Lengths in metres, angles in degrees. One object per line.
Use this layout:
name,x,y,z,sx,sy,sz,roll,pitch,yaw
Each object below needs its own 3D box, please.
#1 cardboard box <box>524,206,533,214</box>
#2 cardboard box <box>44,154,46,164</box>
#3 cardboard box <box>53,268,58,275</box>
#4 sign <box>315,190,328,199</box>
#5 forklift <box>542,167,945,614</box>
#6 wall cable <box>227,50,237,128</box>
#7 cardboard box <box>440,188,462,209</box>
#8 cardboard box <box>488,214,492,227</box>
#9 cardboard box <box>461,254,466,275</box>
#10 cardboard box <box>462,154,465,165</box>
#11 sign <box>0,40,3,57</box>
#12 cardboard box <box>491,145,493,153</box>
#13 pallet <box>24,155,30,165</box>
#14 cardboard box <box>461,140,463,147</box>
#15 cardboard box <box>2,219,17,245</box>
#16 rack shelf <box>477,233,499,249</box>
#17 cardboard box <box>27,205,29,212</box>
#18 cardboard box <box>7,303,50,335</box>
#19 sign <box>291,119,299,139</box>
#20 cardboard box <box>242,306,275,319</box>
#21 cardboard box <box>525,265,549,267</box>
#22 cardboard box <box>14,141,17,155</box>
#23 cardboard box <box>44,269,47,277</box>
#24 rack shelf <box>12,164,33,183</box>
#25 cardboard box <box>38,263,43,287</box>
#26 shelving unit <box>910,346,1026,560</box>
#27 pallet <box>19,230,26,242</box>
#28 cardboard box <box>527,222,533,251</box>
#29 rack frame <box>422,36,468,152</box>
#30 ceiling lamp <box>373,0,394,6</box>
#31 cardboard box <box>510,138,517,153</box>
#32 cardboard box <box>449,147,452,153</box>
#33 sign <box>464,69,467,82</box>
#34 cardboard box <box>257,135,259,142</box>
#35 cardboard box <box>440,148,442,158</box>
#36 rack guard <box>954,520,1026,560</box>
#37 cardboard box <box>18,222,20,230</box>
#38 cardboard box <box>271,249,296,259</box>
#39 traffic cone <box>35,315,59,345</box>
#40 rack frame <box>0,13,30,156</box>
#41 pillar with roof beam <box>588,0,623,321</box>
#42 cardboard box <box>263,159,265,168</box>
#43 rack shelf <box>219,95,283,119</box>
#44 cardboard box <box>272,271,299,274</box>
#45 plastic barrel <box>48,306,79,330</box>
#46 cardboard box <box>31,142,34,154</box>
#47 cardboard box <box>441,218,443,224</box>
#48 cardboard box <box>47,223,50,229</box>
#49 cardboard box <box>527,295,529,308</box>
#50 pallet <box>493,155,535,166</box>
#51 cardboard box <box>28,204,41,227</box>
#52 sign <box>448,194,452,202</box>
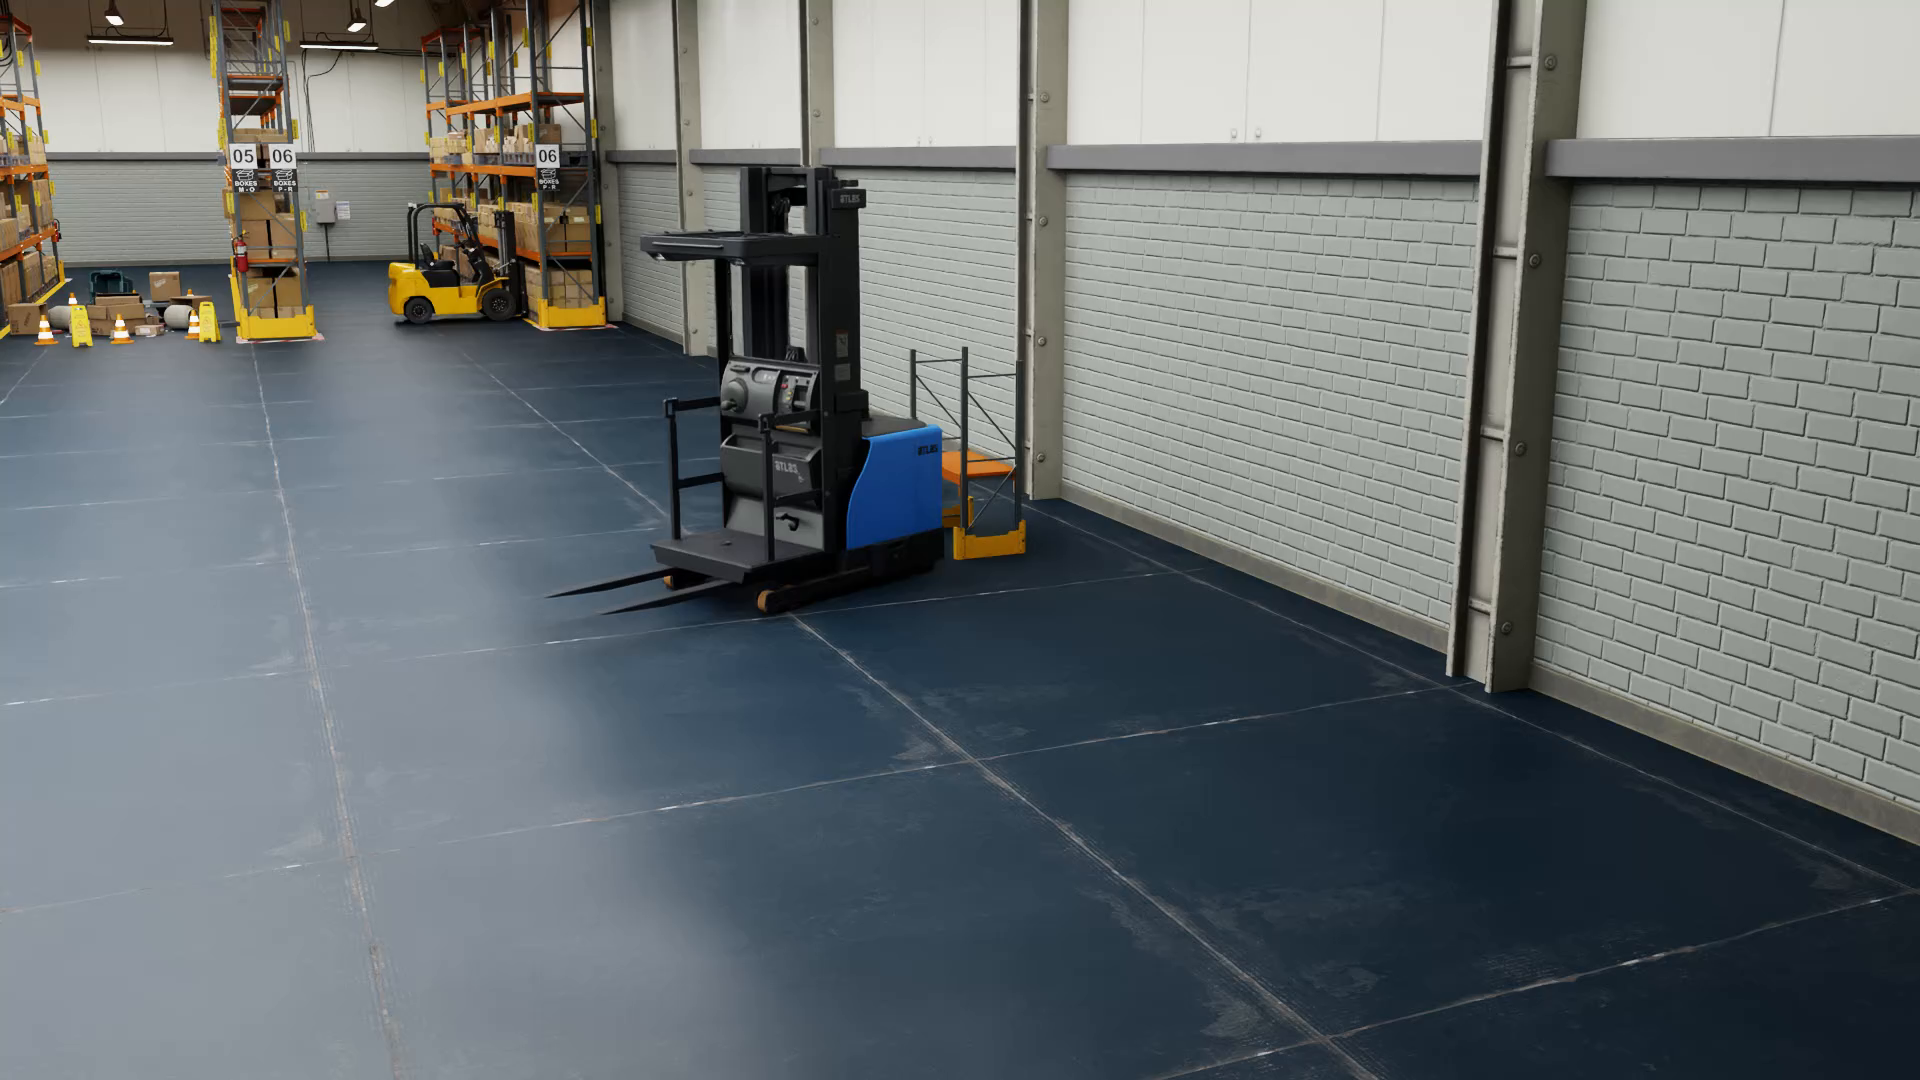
cardboard box,-7.879,-6.134,30.902,0.380,0.149,0.250,-5,14,-22
cardboard box,-22.074,-9.075,39.607,0.500,0.250,0.500,-6,14,-24
cardboard box,-21.901,-6.438,39.927,0.380,0.149,0.250,-5,14,-21
sign,-18.435,-9.987,48.037,0.339,0.242,0.001,-6,14,-23
forklift,-1.470,-1.056,11.431,1.130,2.935,3.031,11,17,40
wall cable,-20.541,-12.297,46.544,0.463,3.000,0.029,-6,14,-23
cardboard box,-12.921,-8.683,42.243,0.500,0.500,0.500,-5,14,-22
cardboard box,-9.678,-6.761,35.153,0.500,0.250,0.500,-5,14,-22
cardboard box,-11.645,-6.605,39.866,0.500,0.500,0.500,-6,14,-24
cardboard box,-11.083,-8.700,37.989,0.500,0.250,0.500,-6,14,-23
sign,-18.787,-9.610,32.510,0.100,0.325,0.005,-6,14,-23
cardboard box,-9.369,-7.986,33.976,0.380,0.149,0.250,-6,14,-23
pallet,-20.747,-8.163,35.751,1.213,0.211,1.003,-6,14,-23
cardboard box,-11.181,-9.061,38.002,0.380,0.149,0.250,-6,14,-23
cardboard box,-18.669,-5.980,32.335,0.500,0.500,0.500,-6,14,-23
rack shelf,-9.452,-6.257,35.348,1.077,0.370,4.000,-6,14,-23
cardboard box,-20.557,-7.237,36.292,0.380,0.149,0.250,-5,14,-20
cardboard box,-16.130,-3.833,28.815,0.500,0.500,0.500,-3,13,-13
sign,-11.098,-6.855,27.745,0.100,0.325,0.005,-6,14,-23
cardboard box,-12.175,-3.932,28.871,0.500,0.250,0.500,-6,14,-23
cardboard box,-8.136,-5.101,31.705,0.500,0.250,0.500,-6,14,-24
cardboard box,-19.486,-7.858,33.797,0.500,0.500,0.500,-6,14,-23
cardboard box,-20.749,-5.994,37.349,0.380,0.149,0.250,-5,14,-20
rack shelf,-20.096,-7.628,34.618,1.077,0.370,4.000,-6,14,-23
cardboard box,-20.369,-5.787,36.333,0.500,0.500,0.500,-6,14,-24
shelving unit,0.031,-0.715,13.133,0.587,1.500,1.083,-6,14,-23
pallet,-19.677,-6.148,33.706,1.213,0.211,1.003,-6,14,-23
cardboard box,-7.685,-5.603,30.703,0.500,0.500,0.500,-5,14,-21
rack frame,-13.457,-11.596,43.517,1.000,3.000,0.127,-6,14,-23
ceiling lamp,-10.609,-11.734,31.166,0.800,3.185,2.000,-6,14,-23
cardboard box,-8.334,-7.509,31.656,0.396,0.266,0.258,-6,14,-24
cardboard box,-11.814,-9.182,39.141,0.380,0.149,0.250,-5,14,-22
sign,-12.941,-12.174,43.592,0.100,0.325,0.005,-6,14,-23
cardboard box,-12.414,-6.962,28.935,0.380,0.149,0.250,-6,14,-25
cardboard box,-12.690,-9.671,41.523,0.500,0.250,0.500,-5,14,-22
rack guard,0.230,-0.003,12.829,0.587,0.250,0.087,-6,14,-23
cardboard box,-19.614,-6.463,34.269,0.380,0.149,0.250,-5,14,-20
cardboard box,-11.541,-4.885,28.383,0.380,0.149,0.250,-6,14,-23
traffic cone,-15.001,-3.453,27.263,0.336,0.463,0.334,-6,14,-23
rack frame,-20.897,-9.853,35.984,1.000,3.000,0.127,-6,14,-23
pillar with roof beam,-10.446,-8.127,28.528,9.100,9.000,0.400,-6,14,-23
cardboard box,-11.924,-6.563,28.980,0.380,0.149,0.250,-6,14,-25
rack shelf,-13.998,-8.536,32.776,1.077,0.370,4.000,-6,14,-23
cardboard box,-12.081,-4.558,29.913,0.500,0.500,0.500,-5,14,-22
plastic barrel,-15.832,-3.926,29.395,0.512,0.421,0.421,4,14,16
cardboard box,-21.065,-8.786,37.253,0.500,0.250,0.500,-6,14,-23
cardboard box,-13.107,-8.188,42.652,0.380,0.149,0.250,-6,14,-25
cardboard box,-21.806,-7.436,39.405,0.380,0.149,0.250,-5,14,-21
cardboard box,-7.908,-4.509,31.367,0.500,0.250,0.500,-5,14,-22
pallet,-9.016,-7.744,33.947,0.805,0.209,1.217,-6,14,-25
cardboard box,-20.864,-7.249,37.156,0.500,0.500,0.500,-6,14,-24
sign,-12.349,-8.218,40.307,0.100,0.325,0.005,-6,14,-23
